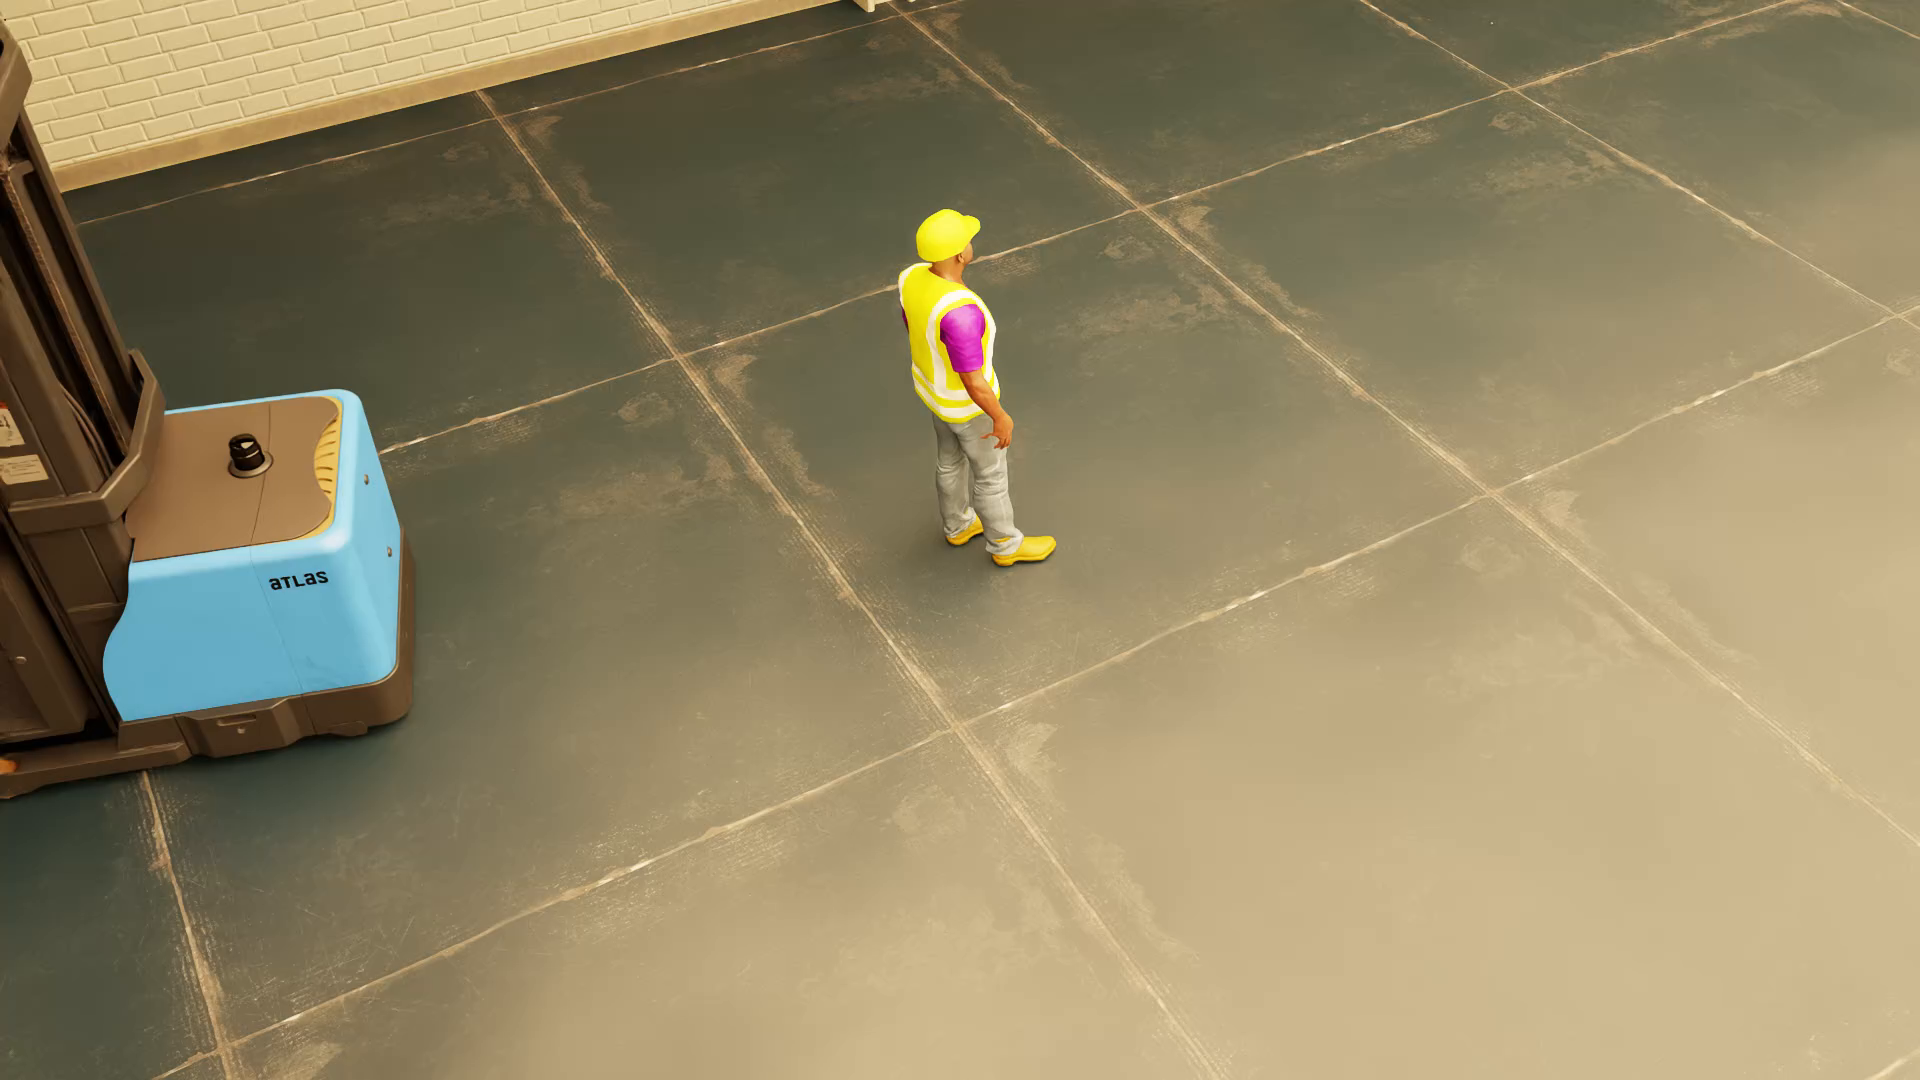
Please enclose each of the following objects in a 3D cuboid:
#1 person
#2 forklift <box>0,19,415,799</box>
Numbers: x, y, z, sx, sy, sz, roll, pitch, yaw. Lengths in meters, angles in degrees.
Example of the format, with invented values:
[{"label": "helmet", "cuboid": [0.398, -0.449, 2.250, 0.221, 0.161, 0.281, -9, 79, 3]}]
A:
[{"label": "person", "cuboid": [0.064, -0.673, 7.270, 0.575, 1.766, 0.665, -21, 47, -21]}, {"label": "forklift", "cuboid": [-3.882, -0.396, 6.124, 3.031, 2.935, 1.130, -9, 44, -9]}]
